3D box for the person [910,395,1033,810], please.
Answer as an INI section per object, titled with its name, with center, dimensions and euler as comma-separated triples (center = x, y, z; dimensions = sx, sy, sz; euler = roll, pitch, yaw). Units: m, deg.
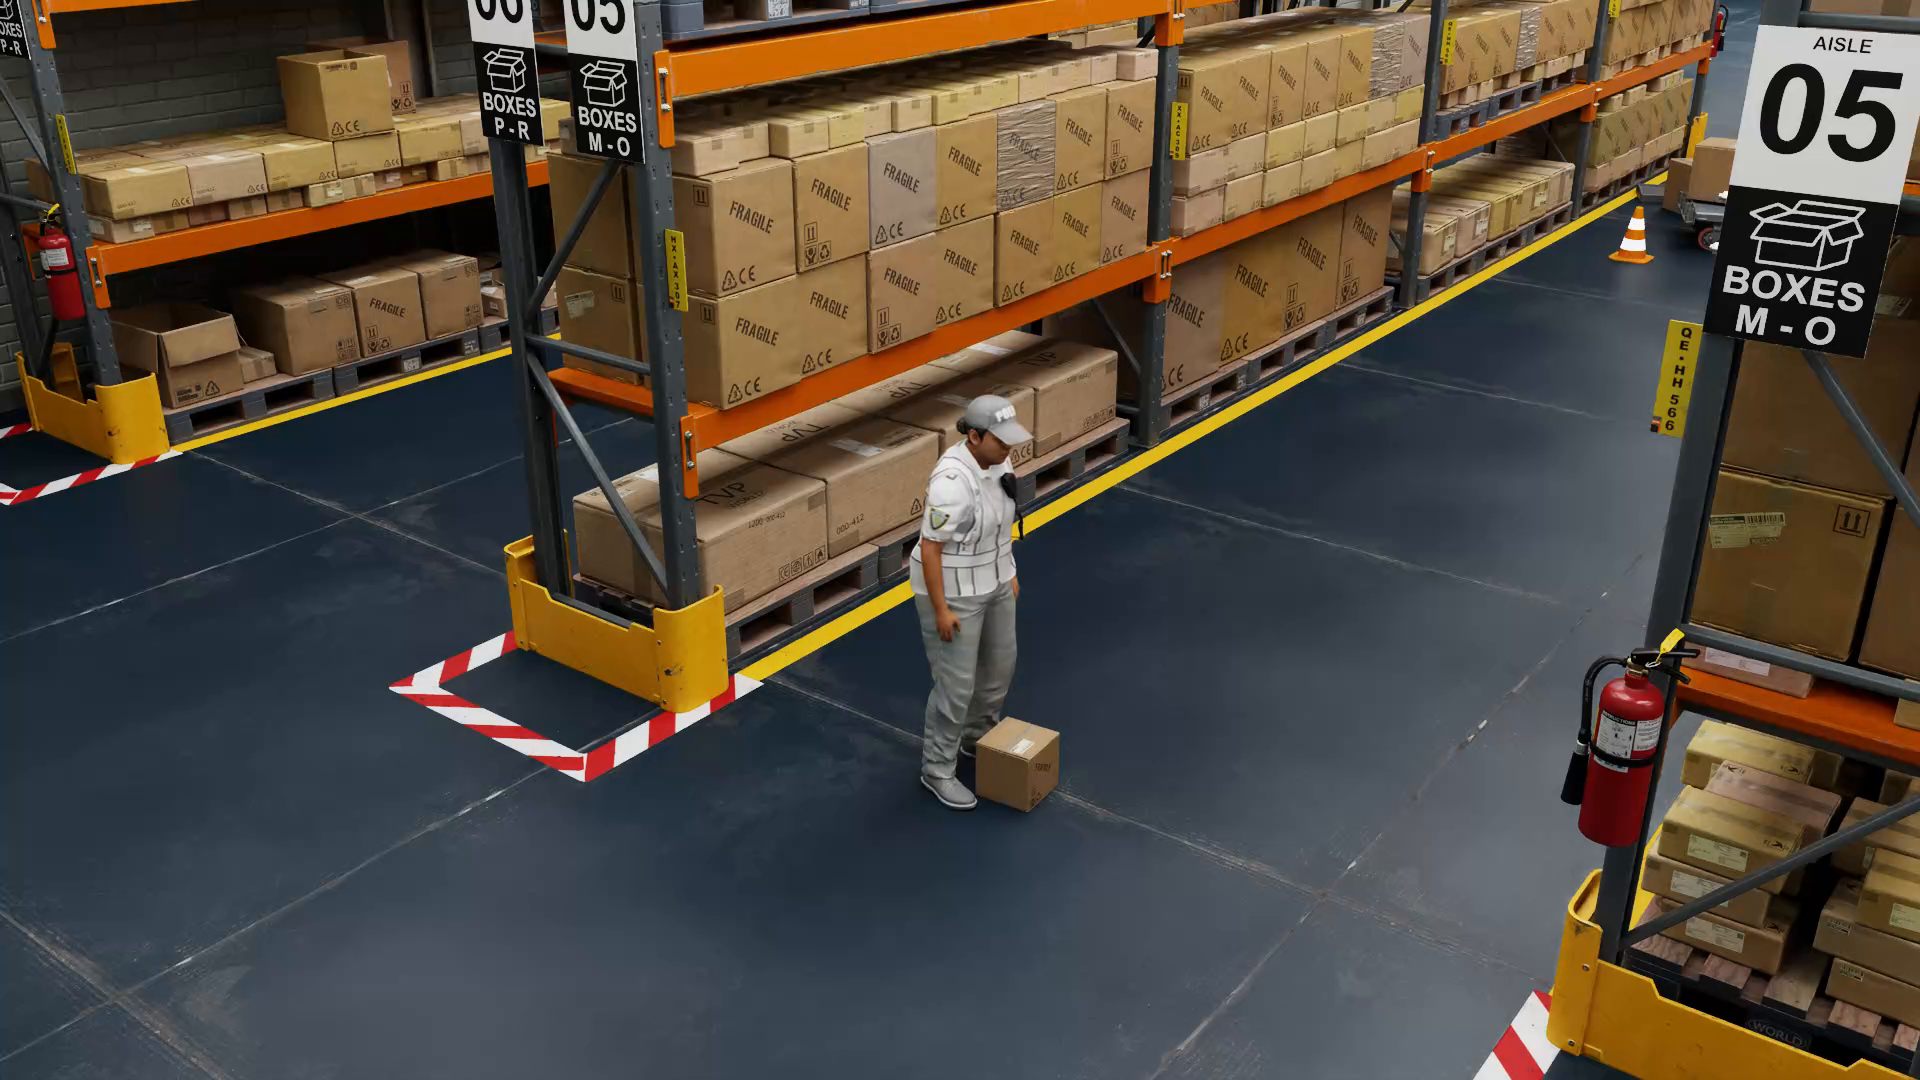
[person]
center = 0.056, 0.214, 6.603
dimensions = 0.469, 1.666, 0.542
euler = 17, 29, 33
